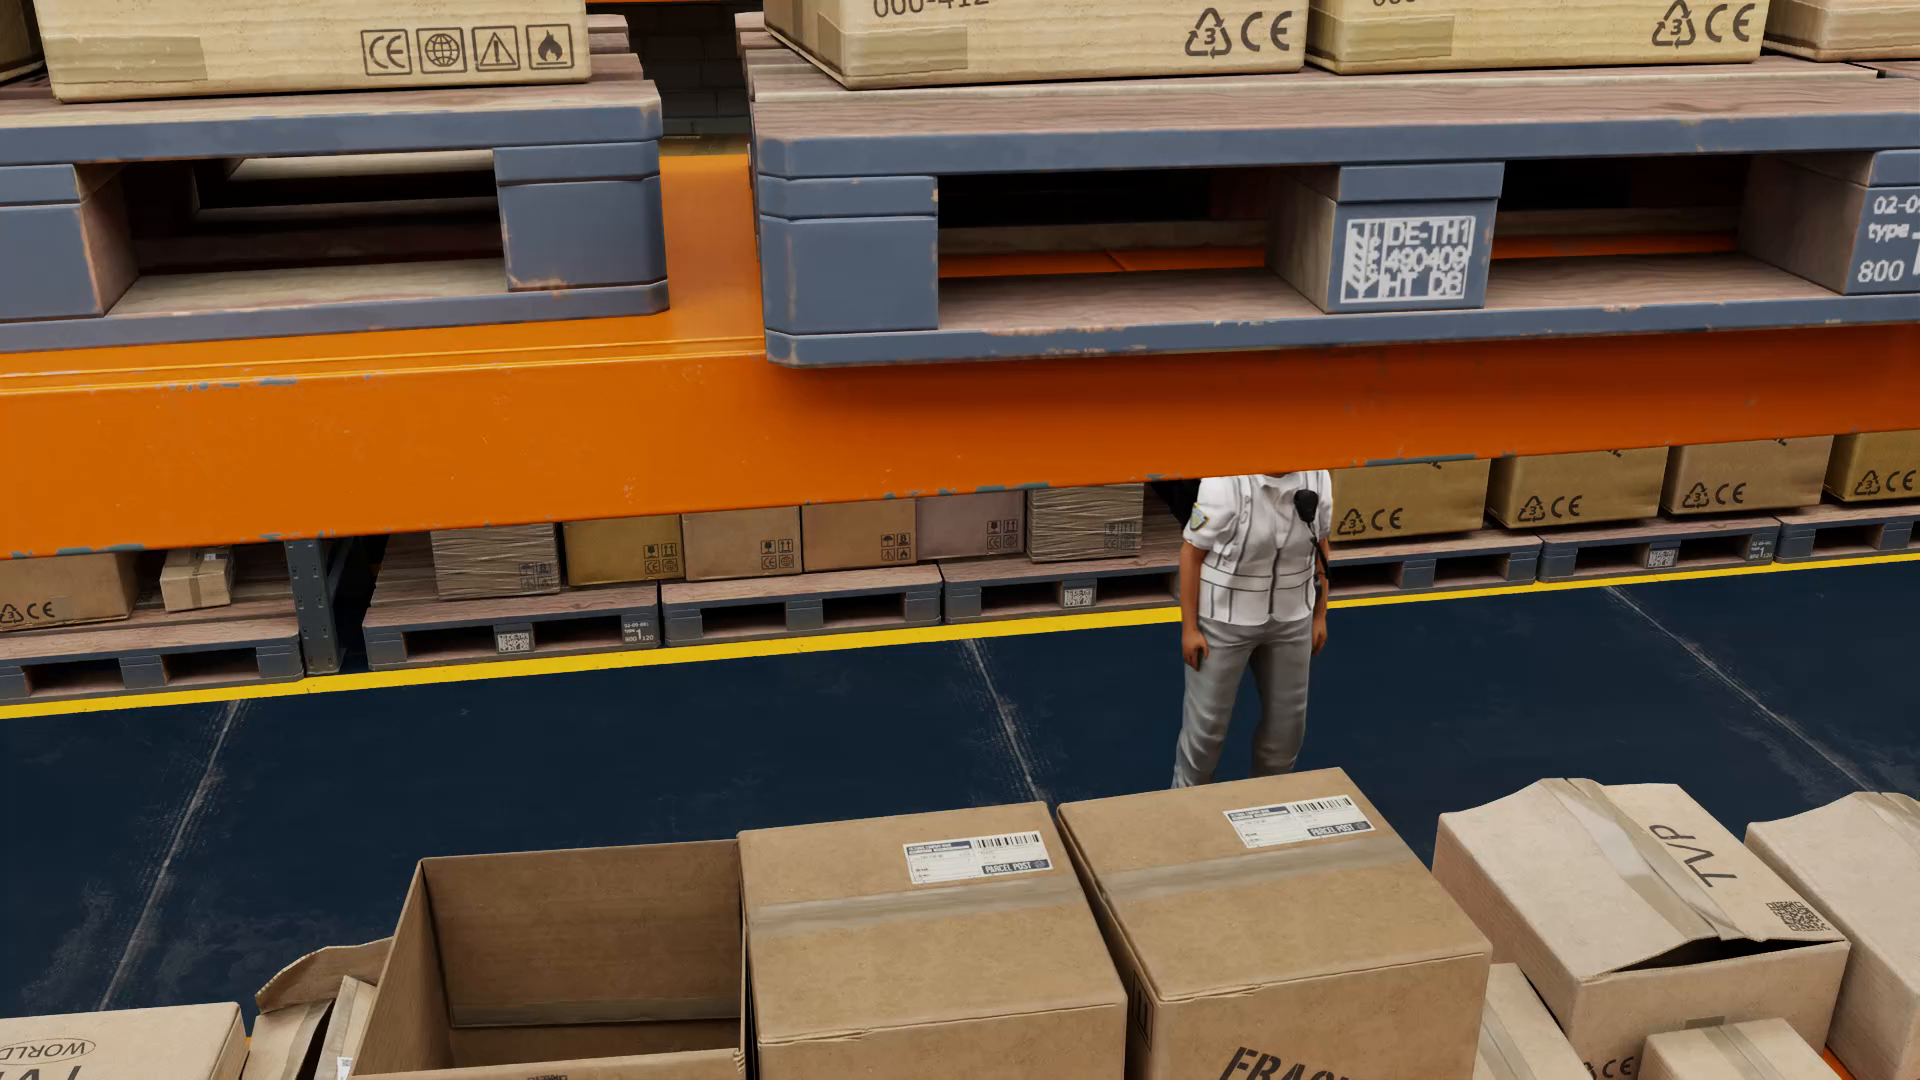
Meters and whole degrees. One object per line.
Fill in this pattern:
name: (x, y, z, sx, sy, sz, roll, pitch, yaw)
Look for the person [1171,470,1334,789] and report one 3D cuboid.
person: (0.956, 0.281, 5.444, 0.556, 1.665, 0.467, -6, 24, -13)
